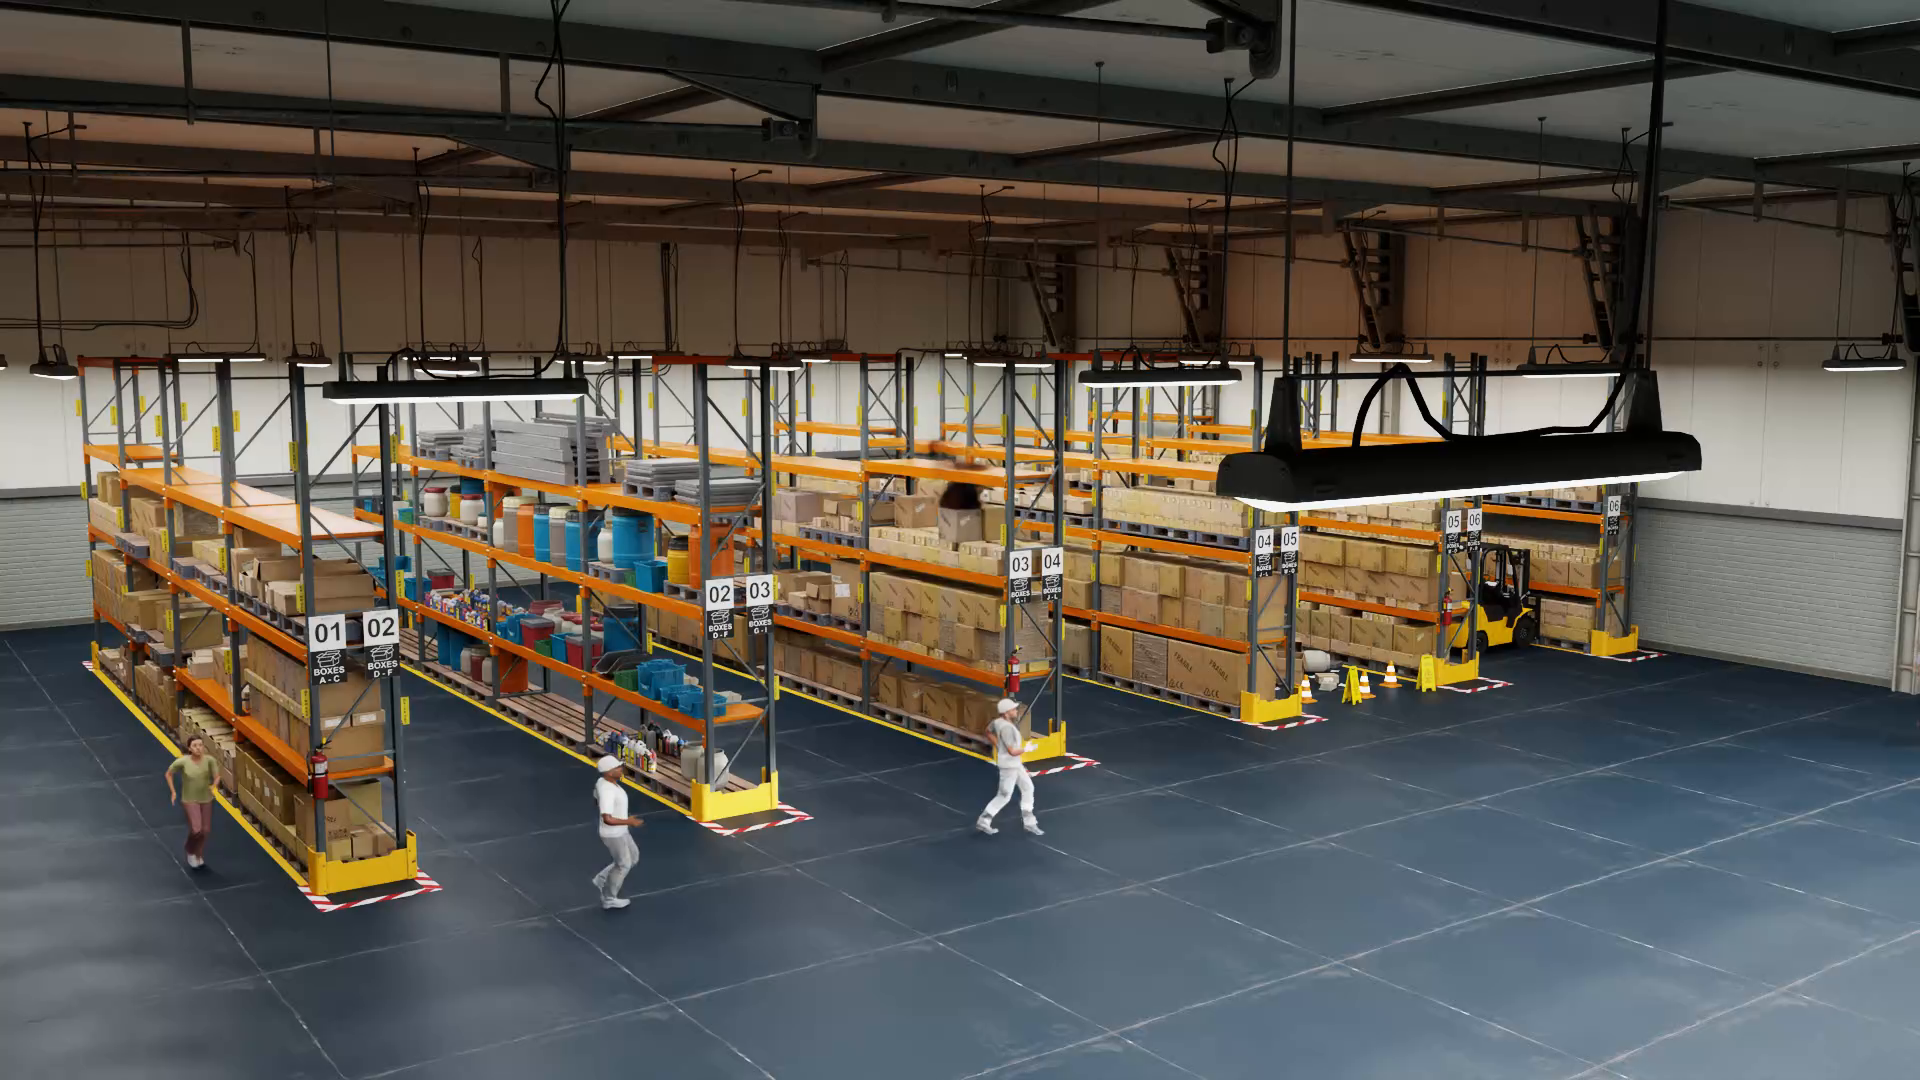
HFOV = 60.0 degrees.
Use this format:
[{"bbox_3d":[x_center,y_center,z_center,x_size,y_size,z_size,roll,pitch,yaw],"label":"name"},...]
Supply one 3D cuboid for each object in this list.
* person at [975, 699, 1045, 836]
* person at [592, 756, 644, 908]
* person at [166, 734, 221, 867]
[{"bbox_3d":[0.638,2.898,21.126,0.893,1.812,0.669,0,7,0],"label":"person"},{"bbox_3d":[-3.811,3.235,18.499,0.589,1.720,0.692,-1,7,-10],"label":"person"},{"bbox_3d":[-9.073,3.115,19.781,0.551,1.626,0.688,-6,9,-41],"label":"person"}]
